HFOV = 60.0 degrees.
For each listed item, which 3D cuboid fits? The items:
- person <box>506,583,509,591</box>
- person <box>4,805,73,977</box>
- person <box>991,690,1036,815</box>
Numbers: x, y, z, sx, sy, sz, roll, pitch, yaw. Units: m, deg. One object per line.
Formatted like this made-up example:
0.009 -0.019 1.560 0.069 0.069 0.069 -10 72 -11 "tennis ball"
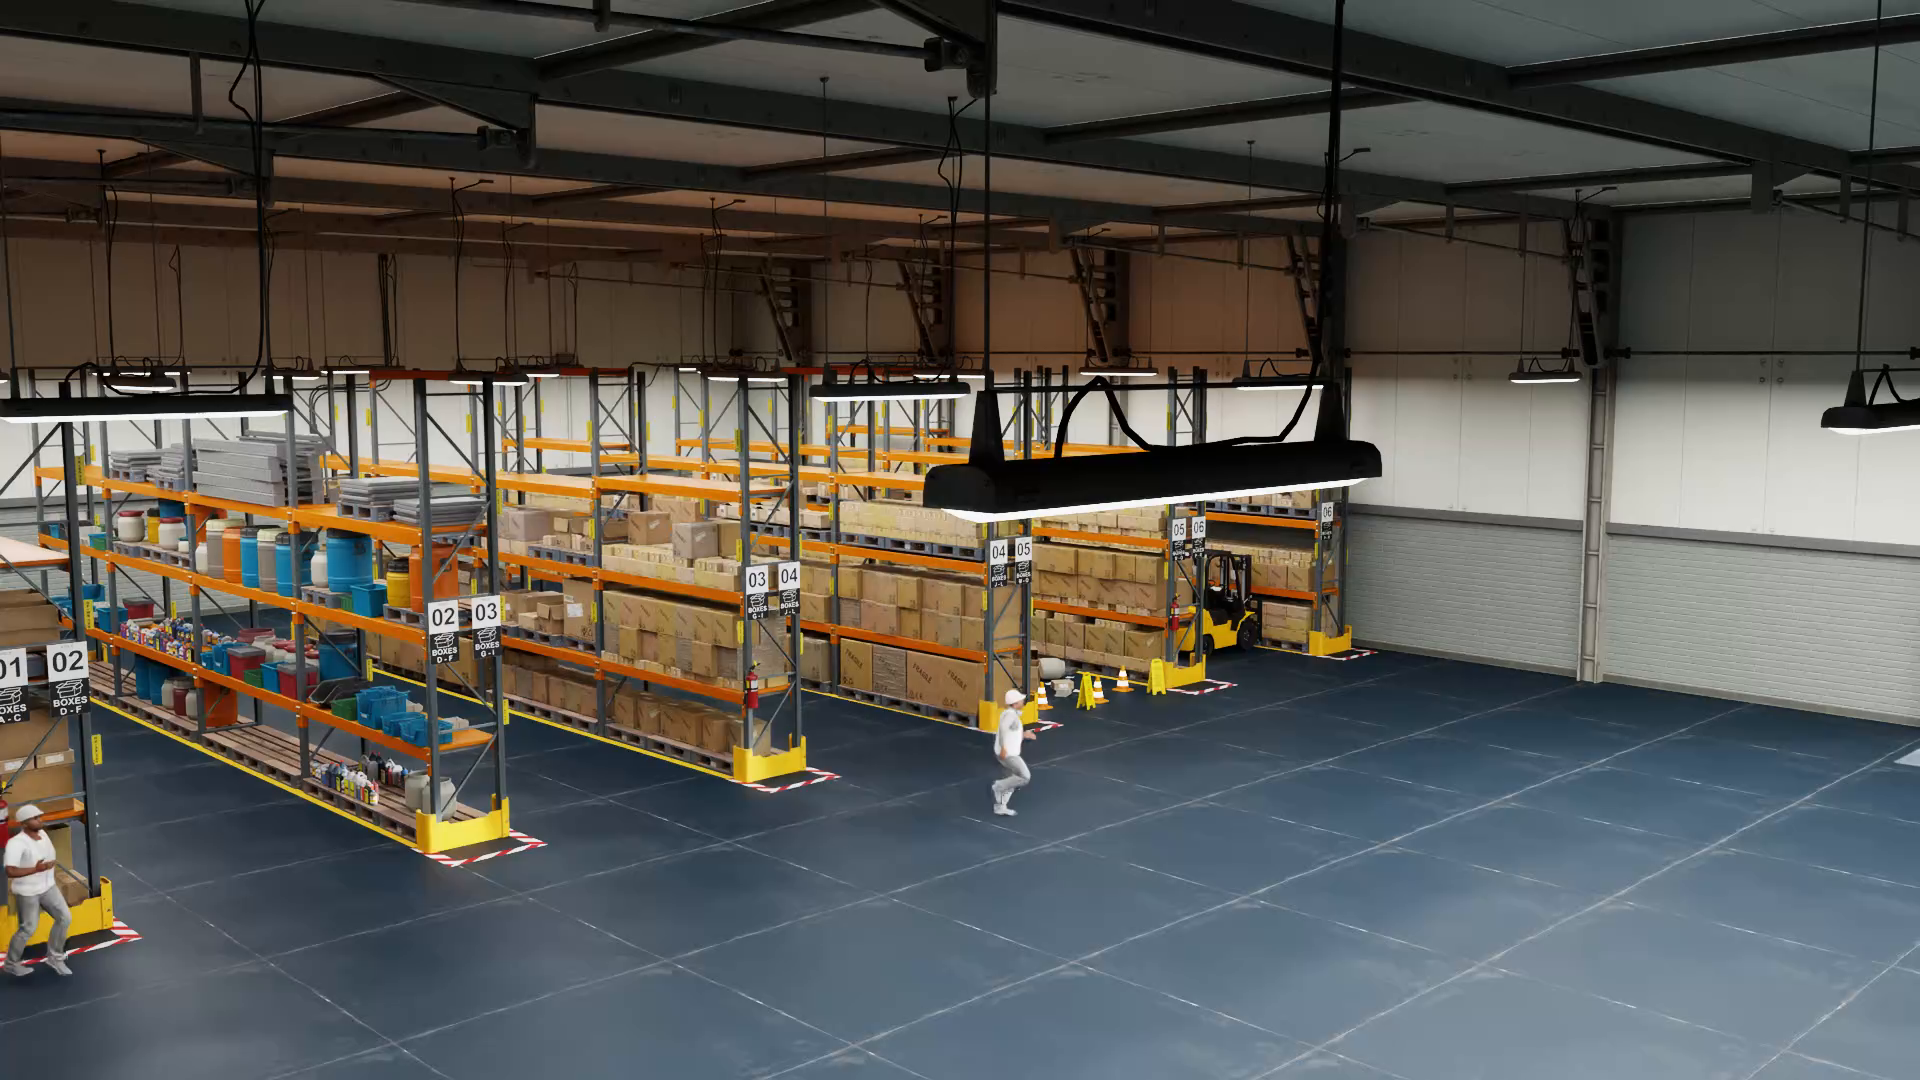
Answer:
-9.326 1.690 33.977 0.604 1.662 0.585 5 8 38 "person"
-9.342 3.573 16.795 0.676 1.831 0.693 1 7 9 "person"
0.742 2.913 22.793 0.638 1.724 0.696 -1 6 -7 "person"
